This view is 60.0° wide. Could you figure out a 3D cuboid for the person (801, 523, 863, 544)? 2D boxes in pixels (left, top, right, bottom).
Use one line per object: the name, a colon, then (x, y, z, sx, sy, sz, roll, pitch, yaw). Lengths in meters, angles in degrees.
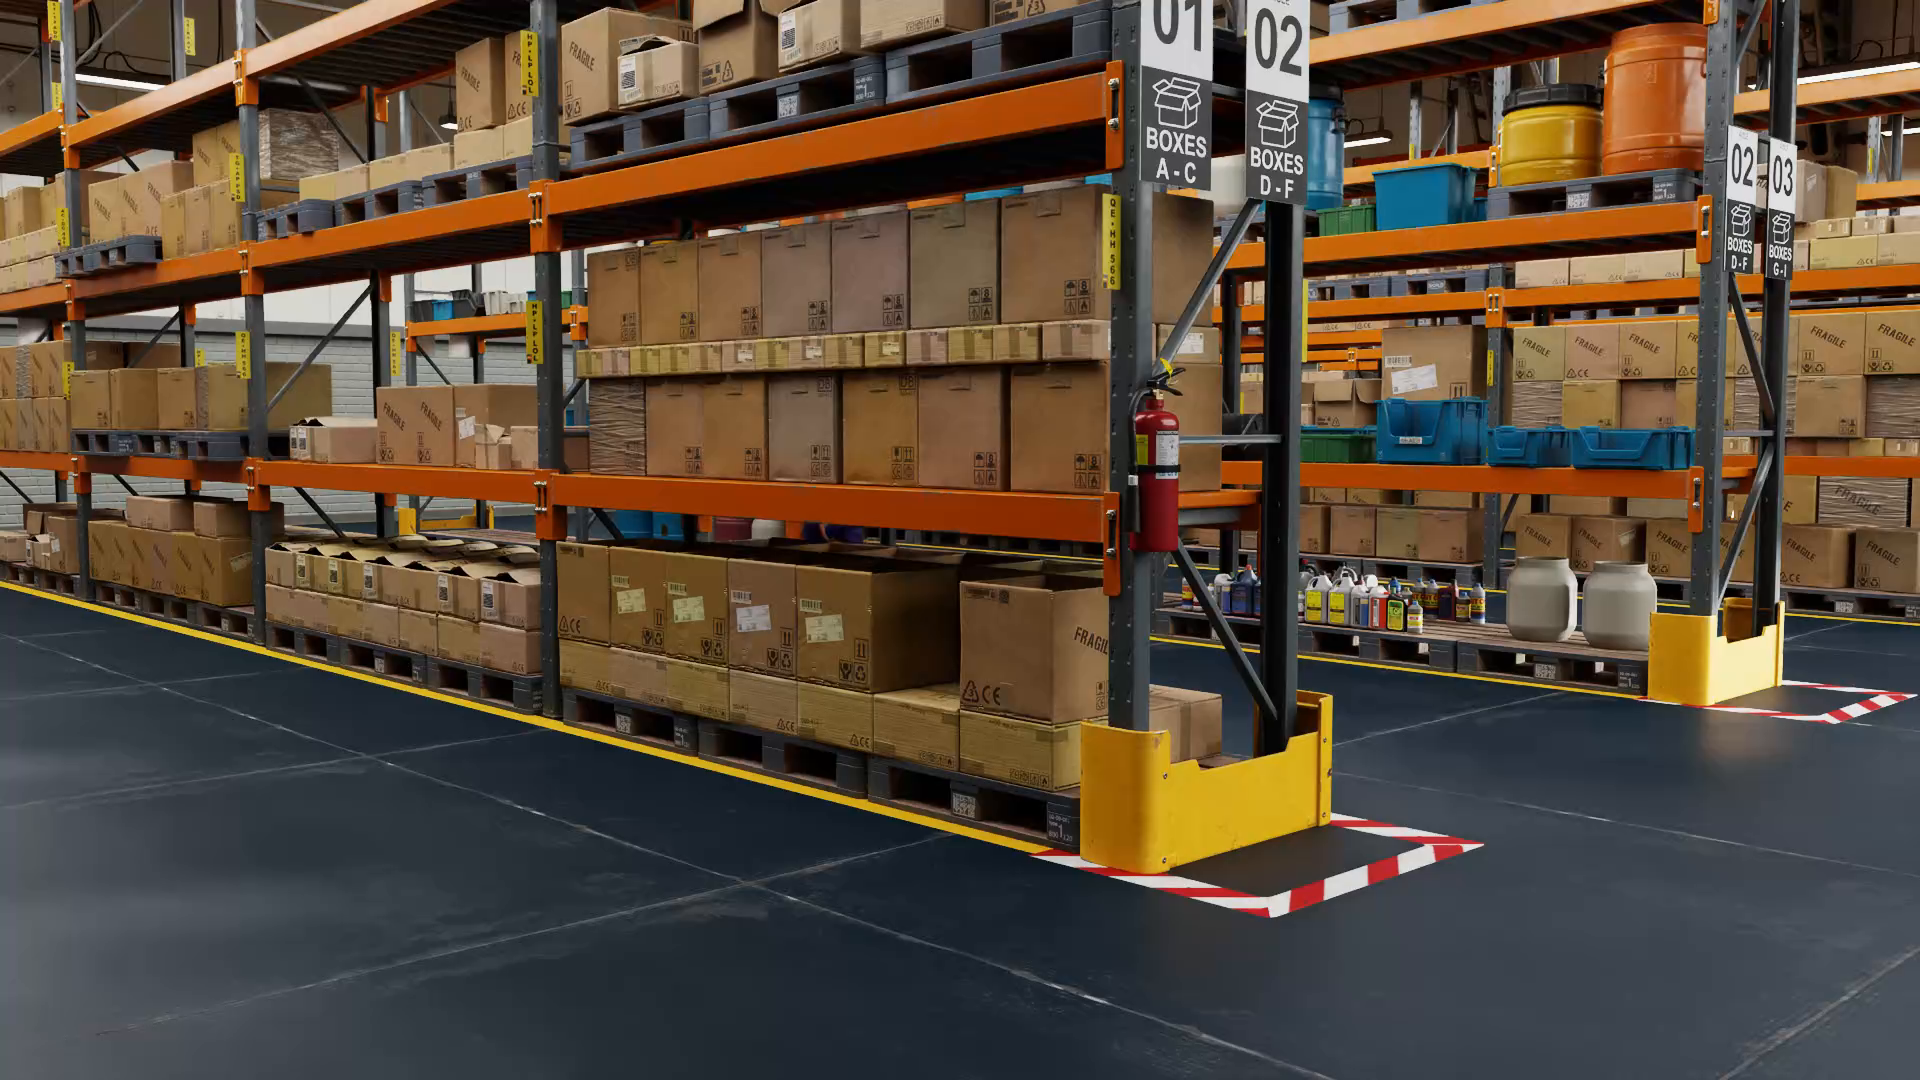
person: (-0.983, -0.175, 13.103, 0.483, 1.591, 1.012, -4, 5, -41)
